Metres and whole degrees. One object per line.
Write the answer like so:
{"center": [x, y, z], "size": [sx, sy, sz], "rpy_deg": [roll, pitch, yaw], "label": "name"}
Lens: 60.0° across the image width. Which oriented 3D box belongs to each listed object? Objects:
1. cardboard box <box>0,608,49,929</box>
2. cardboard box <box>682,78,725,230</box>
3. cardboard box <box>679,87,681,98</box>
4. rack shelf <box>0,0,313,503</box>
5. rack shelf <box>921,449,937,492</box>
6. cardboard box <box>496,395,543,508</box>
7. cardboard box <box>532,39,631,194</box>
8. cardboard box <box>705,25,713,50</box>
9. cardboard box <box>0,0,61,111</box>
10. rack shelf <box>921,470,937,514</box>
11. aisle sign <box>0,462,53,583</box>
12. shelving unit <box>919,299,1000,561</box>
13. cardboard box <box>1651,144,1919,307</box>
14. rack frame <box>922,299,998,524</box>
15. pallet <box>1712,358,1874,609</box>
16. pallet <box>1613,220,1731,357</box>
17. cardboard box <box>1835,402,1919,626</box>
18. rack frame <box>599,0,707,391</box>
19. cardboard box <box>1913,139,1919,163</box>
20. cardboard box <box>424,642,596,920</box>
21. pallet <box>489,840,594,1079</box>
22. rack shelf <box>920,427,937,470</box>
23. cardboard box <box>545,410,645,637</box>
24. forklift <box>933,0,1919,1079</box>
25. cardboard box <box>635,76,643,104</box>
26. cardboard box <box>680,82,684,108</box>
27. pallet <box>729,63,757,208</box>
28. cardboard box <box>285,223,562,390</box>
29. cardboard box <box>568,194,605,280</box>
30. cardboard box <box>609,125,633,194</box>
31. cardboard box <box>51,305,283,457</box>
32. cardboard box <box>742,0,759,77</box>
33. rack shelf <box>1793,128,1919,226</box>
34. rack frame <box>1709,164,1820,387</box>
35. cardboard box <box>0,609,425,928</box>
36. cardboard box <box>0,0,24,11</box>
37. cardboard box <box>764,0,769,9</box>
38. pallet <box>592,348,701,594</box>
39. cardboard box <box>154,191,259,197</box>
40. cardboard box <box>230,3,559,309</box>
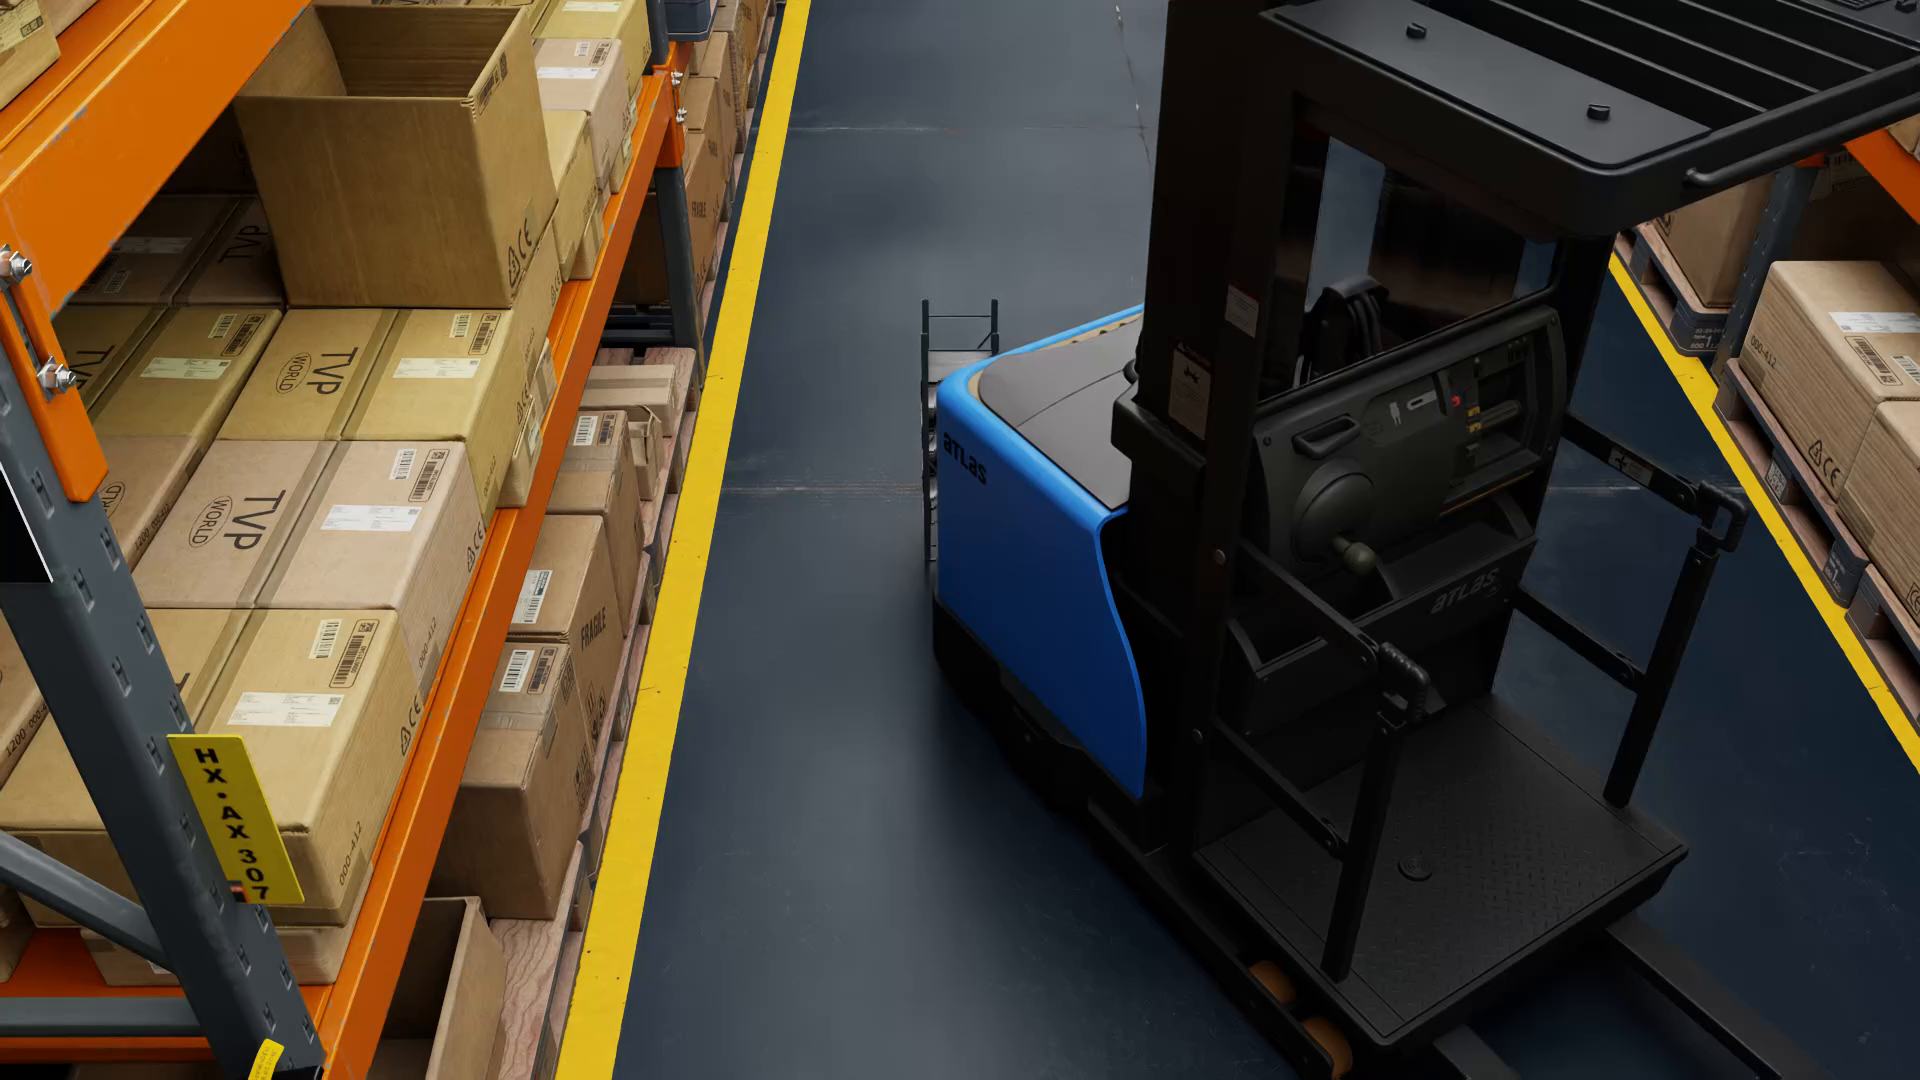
{"center": [-1.763, 0.366, 2.776], "size": [0.500, 0.250, 0.500], "rpy_deg": [1, 39, 1], "label": "cardboard box"}
{"center": [-1.288, -1.614, 7.029], "size": [0.500, 0.500, 0.500], "rpy_deg": [-1, 39, -1], "label": "cardboard box"}
{"center": [-1.284, -1.735, 6.422], "size": [0.380, 0.149, 0.250], "rpy_deg": [-2, 39, -2], "label": "cardboard box"}
{"center": [-1.499, -1.429, 3.311], "size": [1.077, 0.370, 4.000], "rpy_deg": [0, 39, 0], "label": "rack shelf"}
{"center": [0.000, -0.250, 5.539], "size": [0.258, 0.077, 0.200], "rpy_deg": [0, 39, 0], "label": "rack shelf"}
{"center": [-1.175, -0.202, 3.804], "size": [0.380, 0.149, 0.250], "rpy_deg": [-1, 39, -1], "label": "cardboard box"}
{"center": [-1.242, -1.216, 4.751], "size": [0.500, 0.250, 0.500], "rpy_deg": [0, 39, 0], "label": "cardboard box"}
{"center": [-1.300, -2.273, 7.332], "size": [0.380, 0.149, 0.250], "rpy_deg": [1, 39, 2], "label": "cardboard box"}
{"center": [-1.265, -0.561, 1.853], "size": [0.380, 0.149, 0.250], "rpy_deg": [1, 39, 1], "label": "cardboard box"}
{"center": [0.000, -0.180, 5.596], "size": [0.258, 0.077, 0.200], "rpy_deg": [0, 39, 0], "label": "rack shelf"}
{"center": [-1.203, -0.261, 1.598], "size": [0.394, 0.787, 0.004], "rpy_deg": [0, 39, 0], "label": "aisle sign"}
{"center": [0.000, -0.346, 5.462], "size": [0.258, 0.900, 0.210], "rpy_deg": [0, 39, 0], "label": "shelving unit"}
{"center": [3.381, -1.518, 6.609], "size": [0.875, 0.875, 0.875], "rpy_deg": [1, 39, 1], "label": "cardboard box"}
{"center": [0.000, -0.410, 5.542], "size": [0.240, 0.900, 0.006], "rpy_deg": [0, 39, 0], "label": "rack frame"}
{"center": [3.385, -0.232, 5.871], "size": [1.003, 0.211, 1.213], "rpy_deg": [0, 39, 0], "label": "pallet"}
{"center": [3.386, -1.190, 7.066], "size": [1.003, 0.211, 1.213], "rpy_deg": [0, 39, 0], "label": "pallet"}
{"center": [3.357, -0.007, 5.074], "size": [0.875, 0.438, 0.875], "rpy_deg": [-1, 39, -1], "label": "cardboard box"}
{"center": [-1.502, -1.790, 5.585], "size": [1.000, 3.000, 0.127], "rpy_deg": [0, 39, 0], "label": "rack frame"}
{"center": [3.197, -1.227, 4.802], "size": [0.500, 0.500, 0.500], "rpy_deg": [0, 39, 0], "label": "cardboard box"}
{"center": [-1.365, 0.606, 4.258], "size": [0.700, 0.500, 0.500], "rpy_deg": [1, 39, 2], "label": "cardboard box"}
{"center": [-1.499, 1.254, 4.017], "size": [1.003, 0.211, 1.213], "rpy_deg": [0, 39, 0], "label": "pallet"}
{"center": [0.000, -0.320, 5.483], "size": [0.258, 0.077, 0.200], "rpy_deg": [0, 39, 0], "label": "rack shelf"}
{"center": [-1.366, -0.043, 5.068], "size": [0.700, 0.500, 0.500], "rpy_deg": [-1, 39, -2], "label": "cardboard box"}
{"center": [1.145, -0.153, 3.598], "size": [1.130, 2.935, 3.031], "rpy_deg": [-22, 44, -25], "label": "forklift"}
{"center": [-1.249, -1.493, 5.415], "size": [0.380, 0.149, 0.250], "rpy_deg": [0, 39, 1], "label": "cardboard box"}
{"center": [-1.325, -1.790, 6.729], "size": [0.380, 0.149, 0.250], "rpy_deg": [-2, 39, -2], "label": "cardboard box"}
{"center": [-1.545, -1.975, 8.046], "size": [1.003, 0.211, 1.213], "rpy_deg": [0, 39, 0], "label": "pallet"}
{"center": [-1.255, -0.582, 3.960], "size": [0.500, 0.250, 0.500], "rpy_deg": [-1, 39, -1], "label": "cardboard box"}
{"center": [-1.201, -0.844, 4.605], "size": [0.380, 0.149, 0.250], "rpy_deg": [-1, 39, -1], "label": "cardboard box"}
{"center": [-1.202, -1.167, 5.009], "size": [0.380, 0.149, 0.250], "rpy_deg": [1, 39, 1], "label": "cardboard box"}
{"center": [-1.758, -0.266, 3.565], "size": [0.500, 0.250, 0.500], "rpy_deg": [1, 39, 1], "label": "cardboard box"}
{"center": [-1.297, -2.575, 8.228], "size": [0.500, 0.500, 0.500], "rpy_deg": [2, 39, 2], "label": "cardboard box"}
{"center": [3.464, -0.264, 4.257], "size": [1.077, 0.370, 4.000], "rpy_deg": [0, 39, 0], "label": "rack shelf"}
{"center": [3.462, -1.796, 5.592], "size": [1.000, 3.000, 0.127], "rpy_deg": [0, 39, 0], "label": "rack frame"}
{"center": [-1.228, 0.370, 2.772], "size": [0.500, 0.250, 0.500], "rpy_deg": [0, 39, 0], "label": "cardboard box"}
{"center": [-1.224, -0.794, 1.826], "size": [0.500, 0.250, 0.500], "rpy_deg": [0, 39, -1], "label": "cardboard box"}
{"center": [-1.291, -3.216, 9.027], "size": [0.500, 0.500, 0.500], "rpy_deg": [1, 39, 1], "label": "cardboard box"}
{"center": [-1.502, -0.272, 5.921], "size": [1.003, 0.211, 1.213], "rpy_deg": [0, 39, 0], "label": "pallet"}
{"center": [-1.765, -0.901, 4.358], "size": [0.500, 0.250, 0.500], "rpy_deg": [1, 39, 1], "label": "cardboard box"}
{"center": [-1.230, -0.861, 3.708], "size": [0.500, 0.500, 0.500], "rpy_deg": [1, 39, 1], "label": "cardboard box"}
